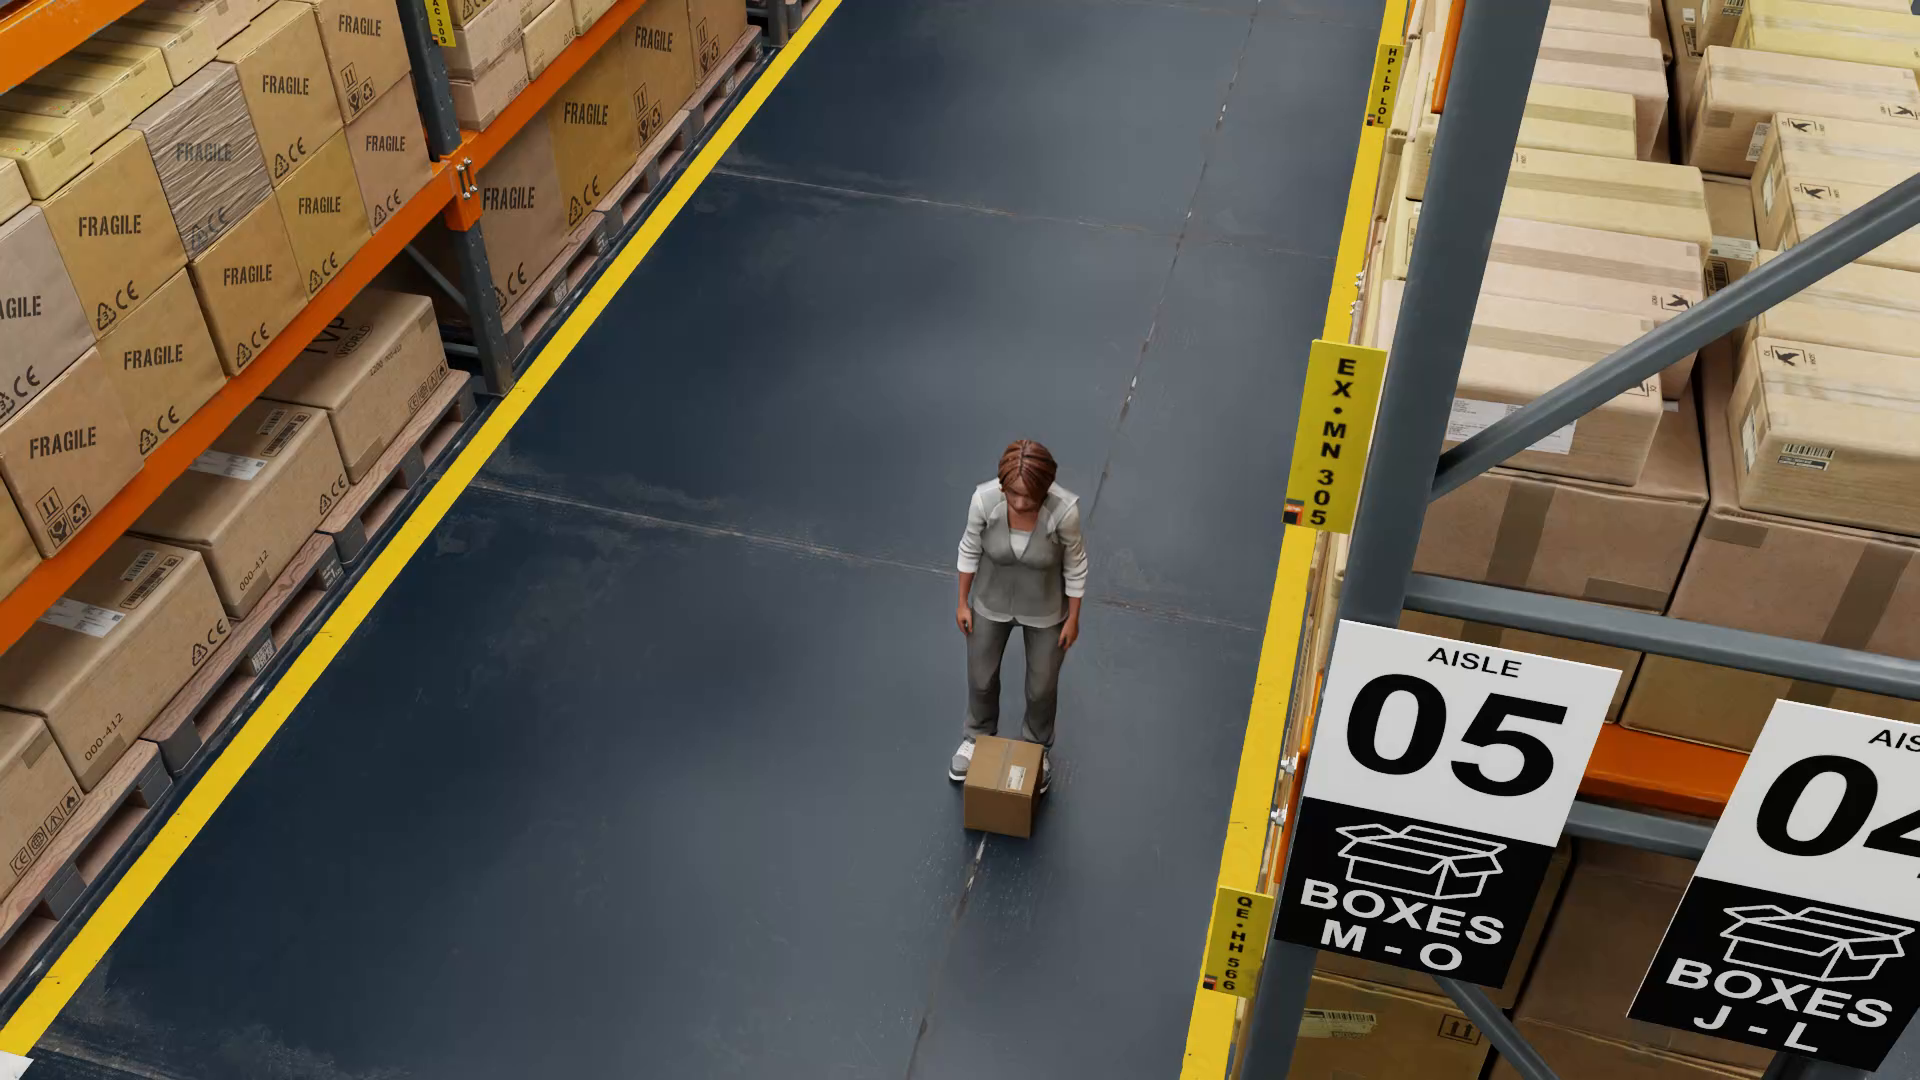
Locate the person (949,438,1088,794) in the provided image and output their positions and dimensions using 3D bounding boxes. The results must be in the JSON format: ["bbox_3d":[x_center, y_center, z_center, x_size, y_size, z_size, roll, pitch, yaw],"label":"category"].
[{"bbox_3d":[0.208,0.254,5.882,0.464,1.591,0.343,8,42,9],"label":"person"}]
